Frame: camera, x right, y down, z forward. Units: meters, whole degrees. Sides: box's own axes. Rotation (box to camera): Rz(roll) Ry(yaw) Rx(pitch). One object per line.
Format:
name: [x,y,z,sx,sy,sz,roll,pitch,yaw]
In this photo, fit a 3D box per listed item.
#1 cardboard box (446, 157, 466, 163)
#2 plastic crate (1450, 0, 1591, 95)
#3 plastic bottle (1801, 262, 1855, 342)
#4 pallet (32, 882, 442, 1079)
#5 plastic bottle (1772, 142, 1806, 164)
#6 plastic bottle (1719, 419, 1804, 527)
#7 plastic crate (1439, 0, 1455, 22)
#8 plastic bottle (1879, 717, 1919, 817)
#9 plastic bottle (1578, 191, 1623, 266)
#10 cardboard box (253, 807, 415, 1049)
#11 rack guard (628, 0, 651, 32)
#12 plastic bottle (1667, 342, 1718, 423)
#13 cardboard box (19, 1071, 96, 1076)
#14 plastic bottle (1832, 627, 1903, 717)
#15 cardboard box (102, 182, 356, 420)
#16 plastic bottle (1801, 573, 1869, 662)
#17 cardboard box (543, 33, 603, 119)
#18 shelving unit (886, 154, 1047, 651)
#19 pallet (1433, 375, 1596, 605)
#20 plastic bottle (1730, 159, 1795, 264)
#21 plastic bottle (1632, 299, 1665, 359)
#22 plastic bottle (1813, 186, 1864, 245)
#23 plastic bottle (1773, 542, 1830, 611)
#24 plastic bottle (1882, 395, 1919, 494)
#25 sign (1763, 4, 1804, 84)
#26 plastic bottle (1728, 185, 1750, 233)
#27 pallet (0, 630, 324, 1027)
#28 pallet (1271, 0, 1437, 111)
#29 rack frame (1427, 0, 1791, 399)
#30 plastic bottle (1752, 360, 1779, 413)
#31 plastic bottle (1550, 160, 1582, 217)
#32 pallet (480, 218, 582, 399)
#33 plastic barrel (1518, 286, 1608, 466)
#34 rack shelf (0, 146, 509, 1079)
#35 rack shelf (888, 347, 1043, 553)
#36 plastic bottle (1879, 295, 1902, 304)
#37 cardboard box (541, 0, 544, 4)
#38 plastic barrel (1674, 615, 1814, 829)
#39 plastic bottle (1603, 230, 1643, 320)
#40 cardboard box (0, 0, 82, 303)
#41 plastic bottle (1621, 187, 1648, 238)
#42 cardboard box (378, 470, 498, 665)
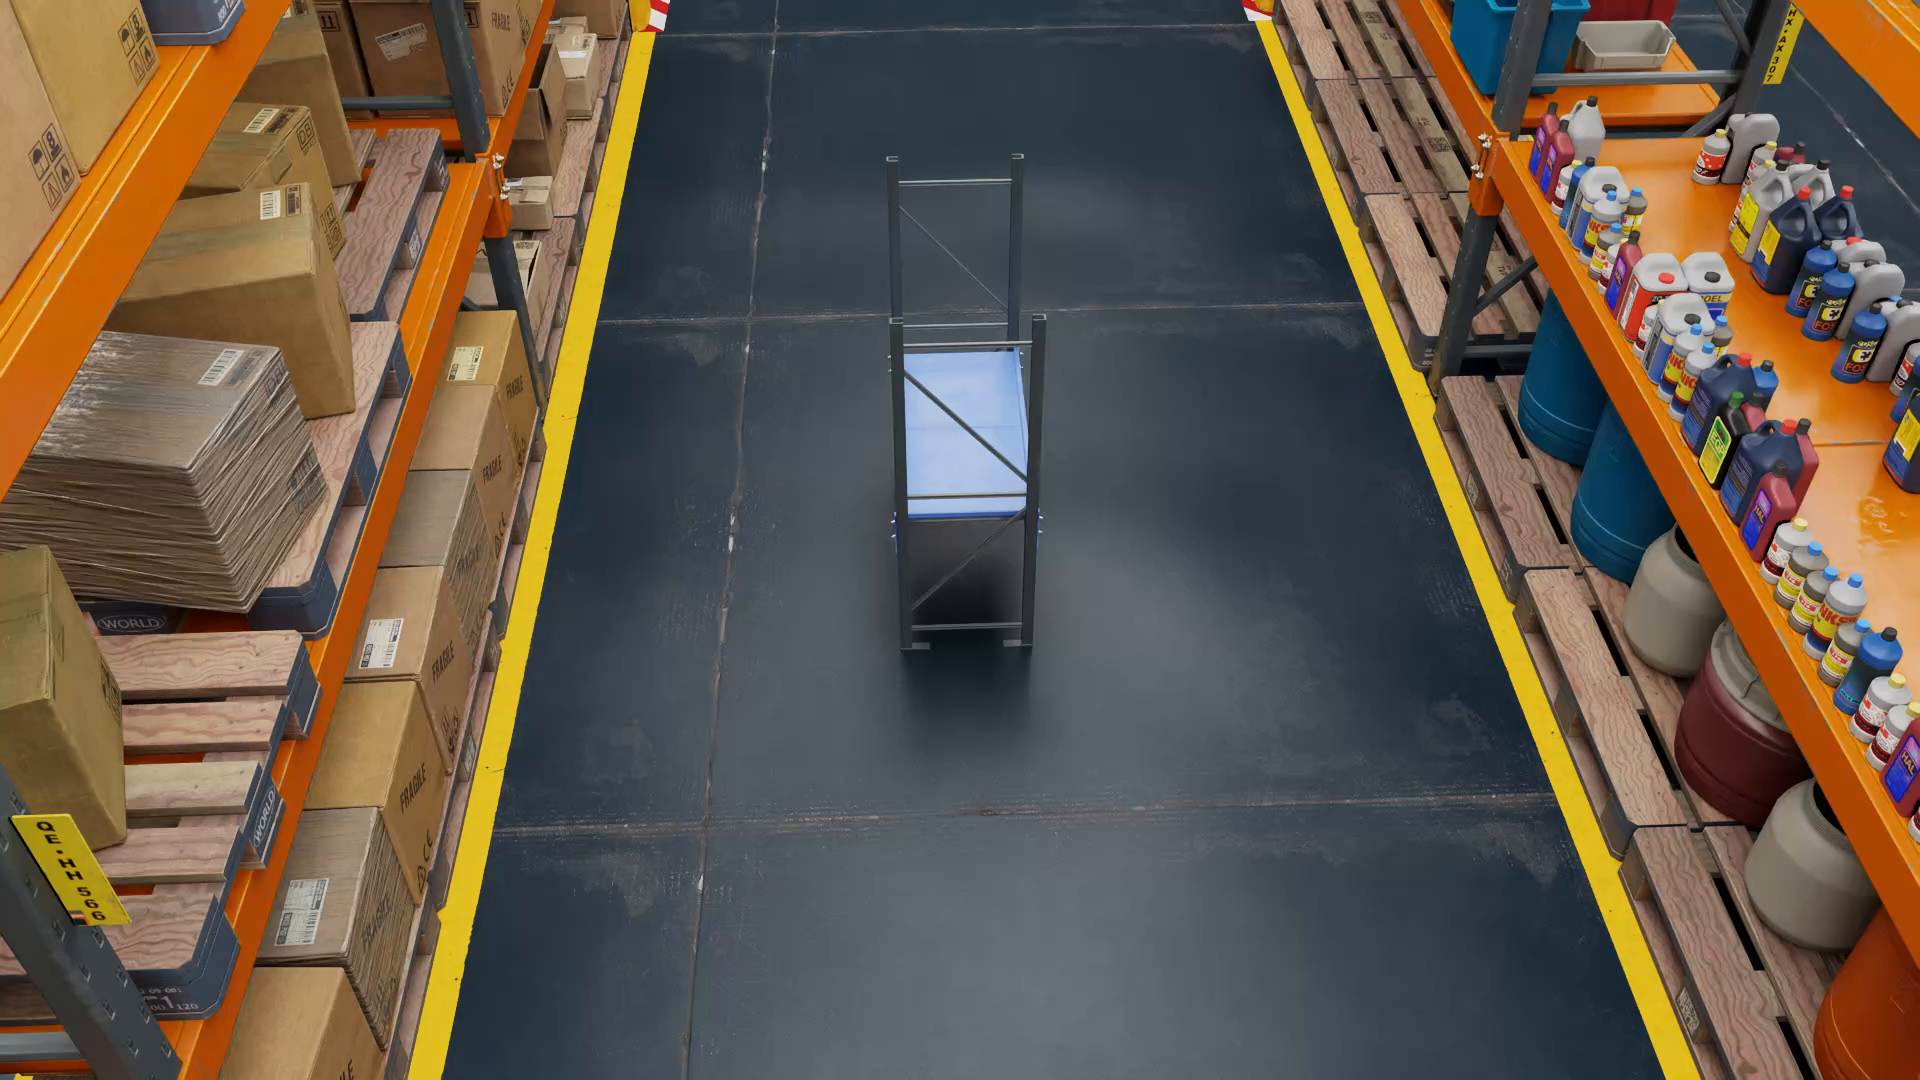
cardboard box: [-2.672,-1.707,8.057,0.500,0.311,0.500,-2,43,-2]
plastic crate: [2.256,-2.115,6.804,0.392,0.384,0.575,-2,43,-2]
plastic bottle: [2.875,-0.795,5.492,0.097,0.271,0.097,0,43,0]
pallet: [-2.156,1.570,4.881,1.003,0.211,1.213,-2,43,-2]
plastic bottle: [3.012,-1.338,6.077,0.061,0.283,0.133,-2,43,-2]
plastic bottle: [2.329,-0.216,4.802,0.144,0.351,0.185,-2,43,-2]
plastic crate: [2.301,-2.462,7.375,0.437,0.125,0.590,-2,43,-2]
plastic bottle: [2.333,0.534,4.034,0.061,0.283,0.133,-2,43,-2]
plastic bottle: [2.249,-1.096,5.821,0.097,0.271,0.097,0,43,0]
cardboard box: [-1.924,1.138,4.813,0.500,0.500,0.500,-3,43,-3]
rack guard: [-2.499,-3.381,10.069,1.175,0.500,0.348,-2,43,-2]
plastic bottle: [2.287,-0.496,5.166,0.097,0.271,0.097,0,43,0]
cardboard box: [-2.437,1.182,4.765,0.500,0.500,0.500,0,43,0]
plastic bottle: [2.338,0.328,4.267,0.097,0.271,0.097,0,43,0]
cardboard box: [-2.196,-0.654,4.859,0.700,0.500,0.500,-12,44,-13]
plastic bottle: [2.330,0.197,4.411,0.097,0.271,0.097,0,43,0]
cardboard box: [-2.223,-2.500,8.967,0.500,0.250,0.500,-2,43,-2]
shelving unit: [0.004,-0.495,6.180,0.538,1.500,1.048,-2,43,-2]
pallet: [2.608,-0.243,6.859,1.003,0.211,1.213,-2,43,-2]
plastic bottle: [2.839,-1.160,5.832,0.144,0.351,0.185,-2,43,-2]
plastic bottle: [2.273,-0.692,5.432,0.097,0.201,0.097,0,43,0]
plastic bottle: [2.990,-1.039,5.700,0.144,0.351,0.185,-2,43,-2]
plastic bottle: [2.322,0.091,4.578,0.097,0.201,0.097,0,43,0]
plastic bottle: [2.883,-0.325,4.921,0.144,0.351,0.185,-2,43,-2]
sign: [3.166,-1.910,6.409,0.100,0.325,0.005,-2,43,-2]
plastic bottle: [2.848,-1.200,5.986,0.097,0.201,0.097,0,43,0]
pallet: [-2.261,0.662,3.950,1.213,0.211,1.003,-2,43,-2]
pallet: [2.443,-2.908,9.766,1.003,0.211,1.213,-2,43,-2]
rack frame: [2.617,-1.793,6.486,1.000,3.000,0.127,-2,43,-2]
plastic bottle: [2.435,-0.434,5.099,0.097,0.271,0.097,0,43,0]
plastic bottle: [2.235,-1.293,6.087,0.097,0.201,0.097,0,43,0]
pallet: [-2.361,-1.089,7.782,1.003,0.211,1.213,-2,43,-2]
plastic barrel: [2.623,-0.807,6.652,0.600,0.901,0.708,-2,43,-2]
rack shelf: [-2.247,-0.038,5.104,1.077,0.370,4.000,-2,43,-2]
rack shelf: [0.004,-0.363,6.302,0.538,0.185,1.000,-2,43,-2]
plastic bottle: [3.031,-0.708,5.449,0.097,0.201,0.097,0,43,0]
cardboard box: [-2.126,-2.726,7.430,0.500,0.500,0.500,-2,43,-2]
plastic barrel: [2.701,0.549,5.405,0.600,0.588,0.708,-2,43,-2]
plastic bottle: [2.244,-0.891,5.588,0.061,0.283,0.133,-2,43,-2]
cardboard box: [-2.236,-0.733,3.036,0.910,0.500,0.500,-2,43,-2]
plastic bottle: [2.395,-1.165,5.949,0.097,0.201,0.097,0,43,0]
cardboard box: [-1.992,0.103,5.942,0.500,0.500,0.500,-1,43,-1]
